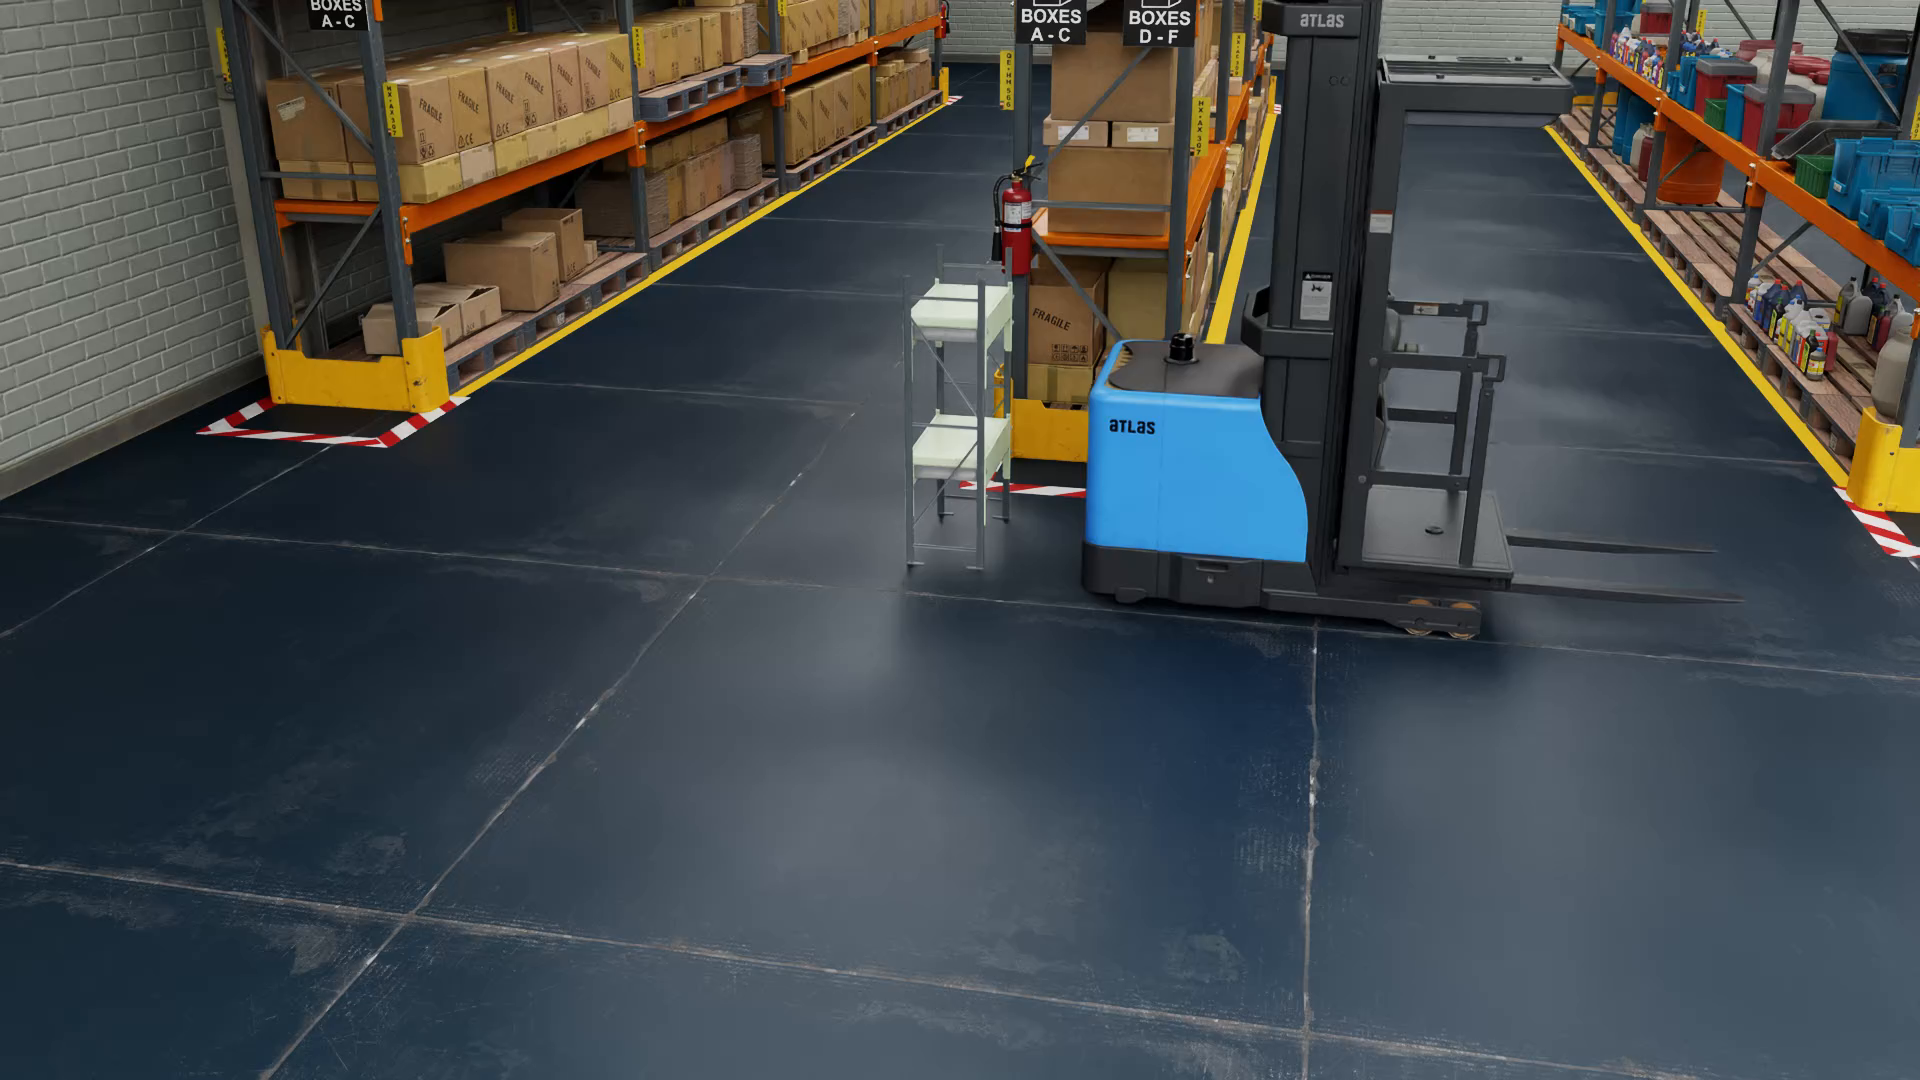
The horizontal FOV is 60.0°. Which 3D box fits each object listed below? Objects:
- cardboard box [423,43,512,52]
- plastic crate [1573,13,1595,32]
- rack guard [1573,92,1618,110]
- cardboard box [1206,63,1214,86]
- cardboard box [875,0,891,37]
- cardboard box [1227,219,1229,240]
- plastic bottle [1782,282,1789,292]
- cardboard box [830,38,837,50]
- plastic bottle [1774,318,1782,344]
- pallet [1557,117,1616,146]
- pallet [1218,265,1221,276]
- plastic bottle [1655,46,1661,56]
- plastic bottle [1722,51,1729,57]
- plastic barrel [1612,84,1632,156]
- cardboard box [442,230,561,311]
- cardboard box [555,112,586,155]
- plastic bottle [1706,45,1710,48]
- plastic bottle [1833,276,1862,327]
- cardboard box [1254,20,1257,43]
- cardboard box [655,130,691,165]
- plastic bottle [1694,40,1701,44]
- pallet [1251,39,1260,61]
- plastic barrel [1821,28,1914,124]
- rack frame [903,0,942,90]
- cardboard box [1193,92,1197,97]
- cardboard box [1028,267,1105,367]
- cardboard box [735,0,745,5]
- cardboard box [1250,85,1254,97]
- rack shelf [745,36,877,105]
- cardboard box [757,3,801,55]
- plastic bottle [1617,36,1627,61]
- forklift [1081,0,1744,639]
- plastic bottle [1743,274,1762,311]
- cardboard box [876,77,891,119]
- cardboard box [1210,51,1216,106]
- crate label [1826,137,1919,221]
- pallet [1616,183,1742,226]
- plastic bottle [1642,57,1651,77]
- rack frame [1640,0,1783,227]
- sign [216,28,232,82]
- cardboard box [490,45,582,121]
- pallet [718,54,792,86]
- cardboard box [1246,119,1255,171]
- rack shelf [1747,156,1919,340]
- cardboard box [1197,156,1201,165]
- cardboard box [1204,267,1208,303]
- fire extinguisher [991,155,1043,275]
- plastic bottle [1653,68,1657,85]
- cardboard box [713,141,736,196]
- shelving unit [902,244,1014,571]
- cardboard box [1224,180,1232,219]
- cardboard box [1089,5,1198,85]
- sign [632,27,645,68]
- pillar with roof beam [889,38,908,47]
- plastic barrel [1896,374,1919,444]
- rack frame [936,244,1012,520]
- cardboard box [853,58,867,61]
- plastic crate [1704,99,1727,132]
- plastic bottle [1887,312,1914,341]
[{"bbox_3d":[-3.744,-3.525,12.760,0.500,0.500,0.500,5,22,12],"label":"cardboard box"},{"bbox_3d":[8.278,-6.801,21.868,0.416,0.233,0.300,4,22,11],"label":"plastic crate"},{"bbox_3d":[8.912,-6.247,23.697,1.175,0.500,0.348,4,22,11],"label":"rack guard"},{"bbox_3d":[1.724,-3.529,12.598,0.380,0.149,0.250,4,22,10],"label":"cardboard box"},{"bbox_3d":[-1.468,-7.026,21.882,0.980,0.700,0.700,5,22,12],"label":"cardboard box"},{"bbox_3d":[2.156,-2.812,14.939,0.500,0.250,0.500,4,22,9],"label":"cardboard box"},{"bbox_3d":[6.042,-1.741,12.209,0.061,0.283,0.133,4,22,11],"label":"plastic bottle"},{"bbox_3d":[-1.689,-5.976,19.986,0.380,0.149,0.250,4,22,9],"label":"cardboard box"},{"bbox_3d":[5.781,-1.480,11.671,0.097,0.201,0.097,0,22,0],"label":"plastic bottle"},{"bbox_3d":[8.462,-5.360,21.880,1.003,0.211,1.213,4,22,11],"label":"pallet"},{"bbox_3d":[1.735,-2.366,14.447,1.003,0.211,1.213,4,22,11],"label":"pallet"},{"bbox_3d":[7.364,-5.072,17.589,0.061,0.283,0.133,4,22,11],"label":"plastic bottle"},{"bbox_3d":[7.931,-4.924,17.236,0.097,0.271,0.097,0,22,0],"label":"plastic bottle"},{"bbox_3d":[7.976,-4.958,19.396,0.600,0.901,0.708,4,22,11],"label":"plastic barrel"},{"bbox_3d":[-3.500,-2.065,12.722,0.700,0.500,0.500,3,22,8],"label":"cardboard box"},{"bbox_3d":[-3.225,-3.140,12.810,0.500,0.250,0.500,4,22,11],"label":"cardboard box"},{"bbox_3d":[8.004,-5.165,17.835,0.097,0.271,0.097,0,22,0],"label":"plastic bottle"},{"bbox_3d":[6.481,-1.737,12.109,0.144,0.351,0.185,4,22,11],"label":"plastic bottle"},{"bbox_3d":[2.955,-5.904,18.801,0.700,0.500,0.500,-1,22,-3],"label":"cardboard box"},{"bbox_3d":[-2.905,-3.778,15.974,0.500,0.250,0.500,4,22,9],"label":"cardboard box"},{"bbox_3d":[8.162,-5.390,18.387,0.152,0.276,0.135,4,22,11],"label":"plastic bottle"},{"bbox_3d":[2.831,-5.473,18.684,1.003,0.211,1.213,4,22,11],"label":"pallet"},{"bbox_3d":[6.846,-3.359,12.508,0.600,0.901,0.708,4,22,11],"label":"plastic barrel"},{"bbox_3d":[-0.779,-8.152,25.081,1.000,3.000,0.127,4,22,11],"label":"rack frame"},{"bbox_3d":[1.358,-2.870,10.963,0.380,0.149,0.250,4,22,10],"label":"cardboard box"},{"bbox_3d":[0.625,-1.411,10.455,0.500,0.500,0.500,4,22,11],"label":"cardboard box"},{"bbox_3d":[-2.452,-5.649,17.275,0.380,0.149,0.250,2,22,4],"label":"cardboard box"},{"bbox_3d":[3.633,-6.047,22.605,0.797,0.503,0.637,4,22,11],"label":"cardboard box"},{"bbox_3d":[-2.003,-5.624,19.766,1.077,0.370,4.000,4,22,11],"label":"rack shelf"},{"bbox_3d":[-2.062,-5.578,18.131,0.500,0.500,0.500,5,22,13],"label":"cardboard box"},{"bbox_3d":[7.511,-5.560,18.817,0.097,0.271,0.097,0,22,0],"label":"plastic bottle"},{"bbox_3d":[2.162,-1.117,7.703,3.031,2.935,1.130,5,22,11],"label":"forklift"},{"bbox_3d":[5.977,-1.864,12.530,0.097,0.271,0.097,0,22,0],"label":"plastic bottle"},{"bbox_3d":[-1.342,-5.990,22.496,0.700,0.500,0.500,5,22,12],"label":"cardboard box"},{"bbox_3d":[2.005,-4.089,14.858,0.500,0.500,0.500,4,22,11],"label":"cardboard box"},{"bbox_3d":[5.766,-2.256,10.392,0.502,0.435,0.616,4,22,11],"label":"crate label"},{"bbox_3d":[7.407,-3.469,17.186,1.003,0.211,1.213,4,22,11],"label":"pallet"},{"bbox_3d":[7.180,-4.934,17.356,0.097,0.201,0.097,0,22,0],"label":"plastic bottle"},{"bbox_3d":[7.287,-4.471,15.941,1.000,3.000,0.127,4,22,11],"label":"rack frame"},{"bbox_3d":[-4.583,-3.034,10.399,0.100,0.325,0.005,4,22,11],"label":"sign"},{"bbox_3d":[-3.231,-3.488,12.670,0.500,0.500,0.500,4,22,9],"label":"cardboard box"},{"bbox_3d":[-2.452,-4.869,17.184,1.213,0.211,1.003,4,22,11],"label":"pallet"},{"bbox_3d":[3.020,-4.415,18.557,0.500,0.500,0.500,4,22,10],"label":"cardboard box"},{"bbox_3d":[6.063,-1.943,10.627,1.077,0.370,4.000,4,22,11],"label":"rack shelf"},{"bbox_3d":[1.437,-3.078,12.346,0.700,0.500,0.500,4,22,10],"label":"cardboard box"},{"bbox_3d":[1.630,-1.938,12.770,0.500,0.250,0.500,4,22,11],"label":"cardboard box"},{"bbox_3d":[0.328,-1.881,9.612,0.296,0.674,0.183,4,22,11],"label":"fire extinguisher"},{"bbox_3d":[7.041,-4.685,16.737,0.097,0.201,0.097,0,22,0],"label":"plastic bottle"},{"bbox_3d":[-2.726,-3.824,17.091,0.700,0.500,0.500,4,22,11],"label":"cardboard box"},{"bbox_3d":[-0.001,-0.693,8.567,0.431,1.500,0.755,4,22,11],"label":"shelving unit"},{"bbox_3d":[2.163,-3.071,14.832,0.500,0.311,0.500,4,22,9],"label":"cardboard box"},{"bbox_3d":[1.231,-3.322,11.217,0.700,0.500,0.500,4,22,11],"label":"cardboard box"},{"bbox_3d":[-2.695,-4.127,13.926,0.100,0.325,0.005,4,22,11],"label":"sign"},{"bbox_3d":[3.140,-11.660,25.761,9.100,9.000,0.400,4,22,11],"label":"pillar with roof beam"},{"bbox_3d":[5.714,-0.833,9.675,0.421,0.512,0.421,0,22,0],"label":"plastic barrel"},{"bbox_3d":[0.073,-0.827,8.900,0.400,1.500,0.023,4,22,11],"label":"rack frame"},{"bbox_3d":[-1.355,-6.635,23.229,0.380,0.149,0.250,5,22,11],"label":"cardboard box"},{"bbox_3d":[6.550,-3.569,13.983,0.450,0.188,0.662,4,22,11],"label":"plastic crate"},{"bbox_3d":[6.480,-1.444,11.481,0.152,0.276,0.135,5,22,12],"label":"plastic bottle"}]
